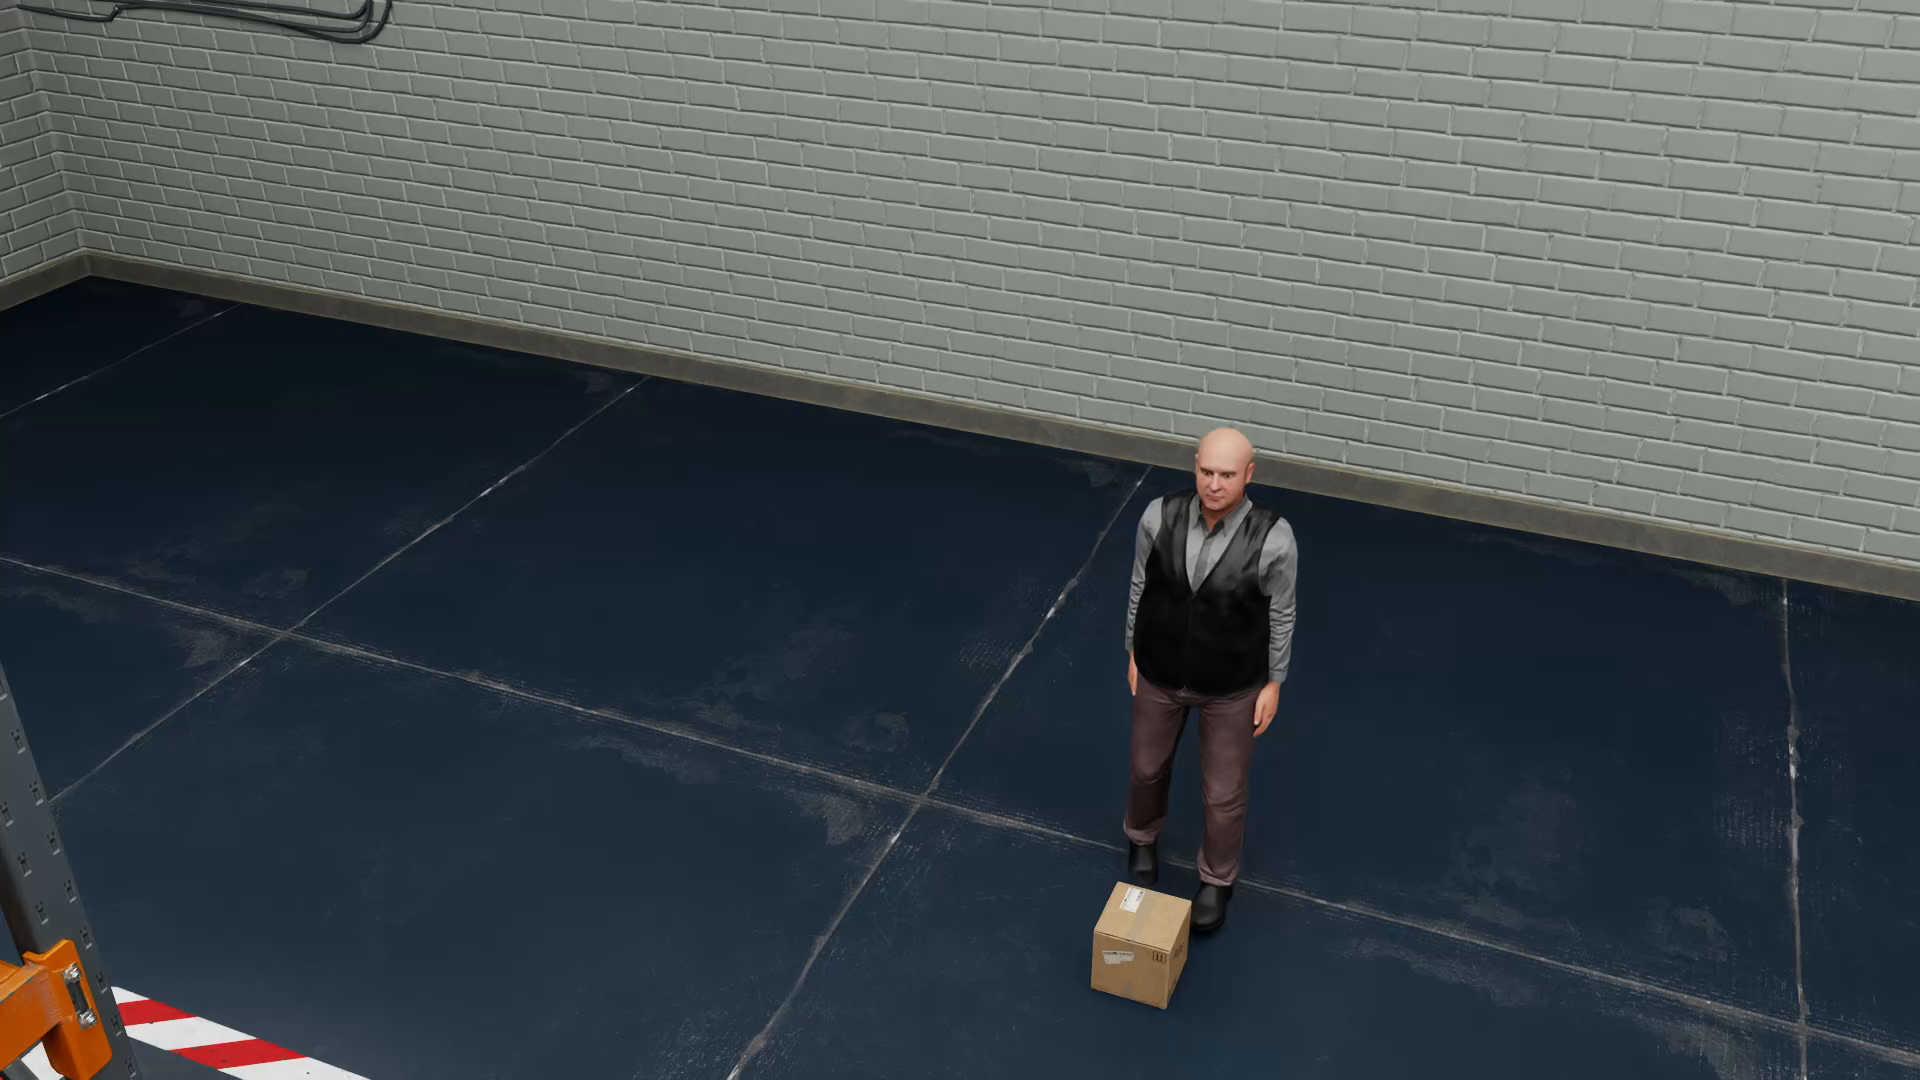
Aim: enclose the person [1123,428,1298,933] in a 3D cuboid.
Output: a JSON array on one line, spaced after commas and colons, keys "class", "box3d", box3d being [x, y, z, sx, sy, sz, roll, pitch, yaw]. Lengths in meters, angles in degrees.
[{"class": "person", "box3d": [0.773, 0.471, 5.361, 0.540, 1.760, 0.452, 12, 32, 20]}]
